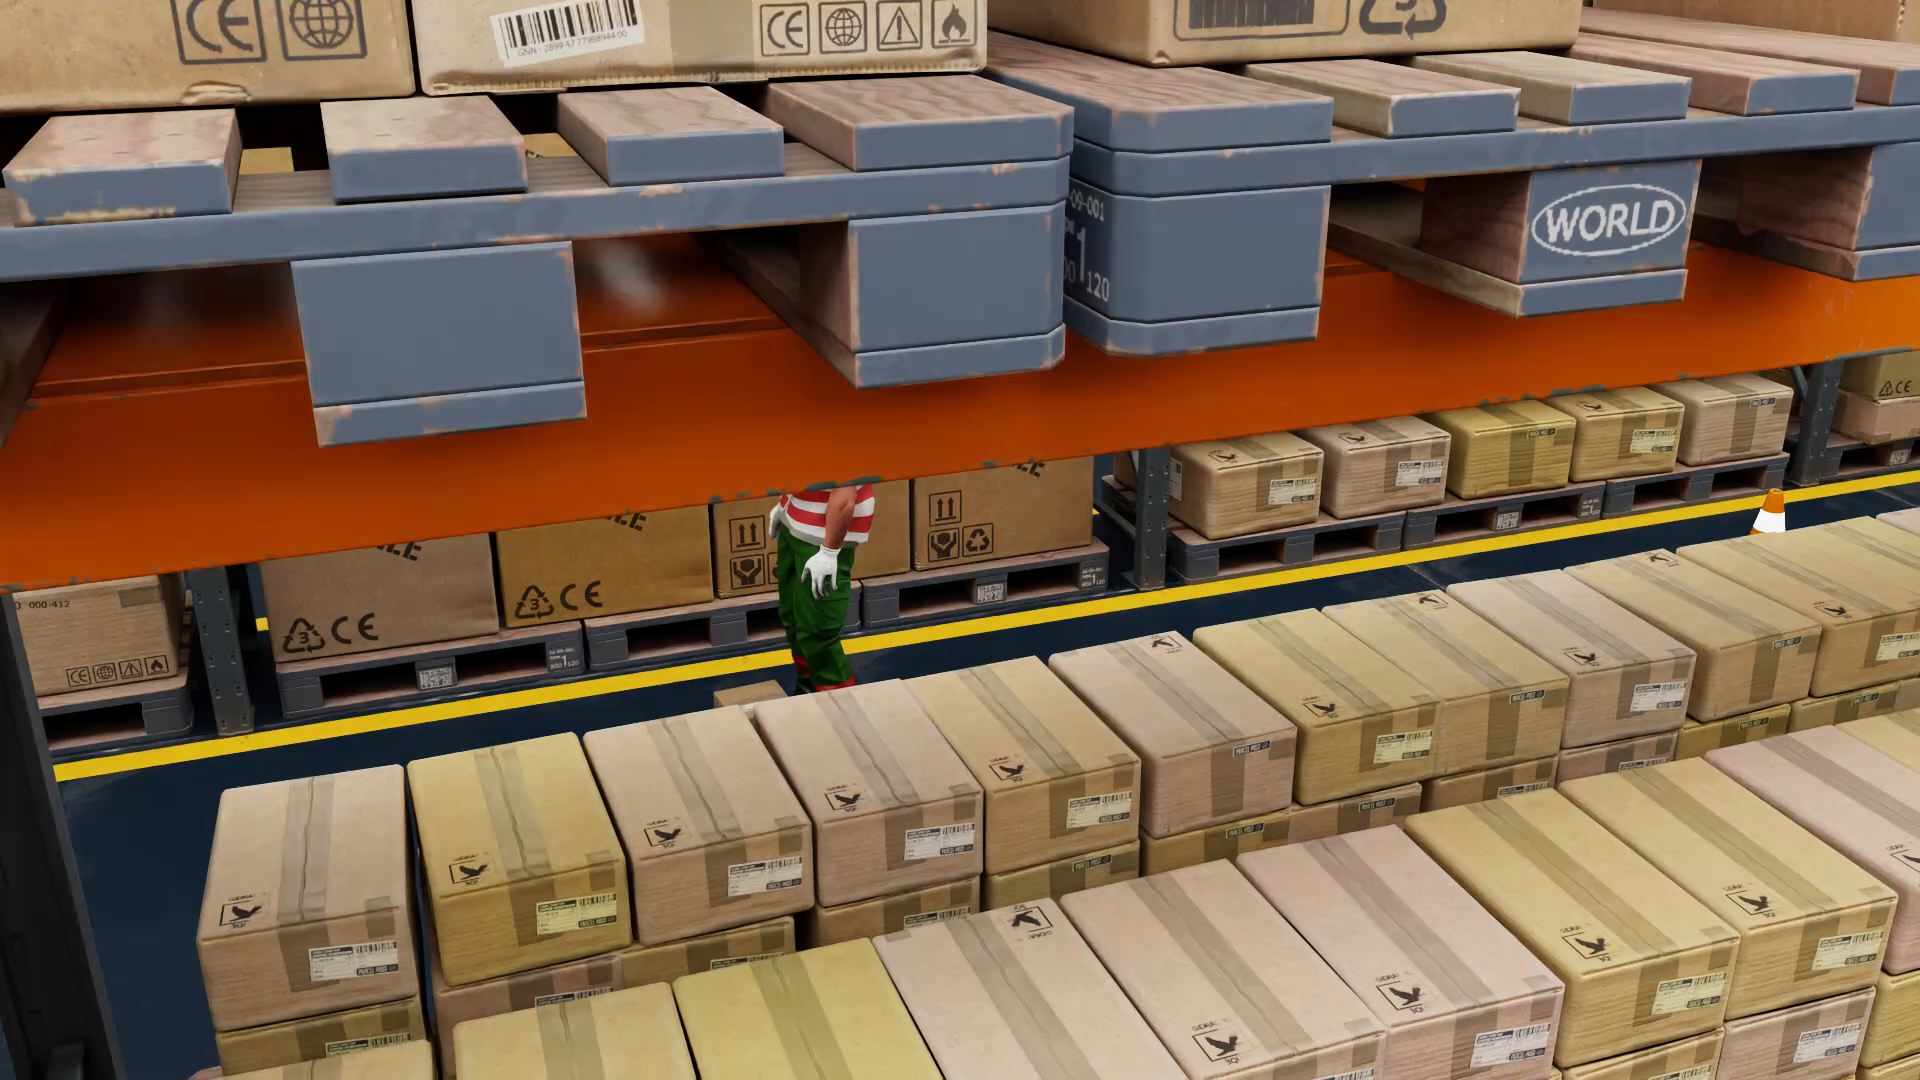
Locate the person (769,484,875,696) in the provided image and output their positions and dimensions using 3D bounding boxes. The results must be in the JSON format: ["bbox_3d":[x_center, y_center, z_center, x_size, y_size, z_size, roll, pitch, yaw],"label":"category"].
[{"bbox_3d":[-0.559,-0.021,6.123,0.450,1.778,0.604,-9,24,-20],"label":"person"}]
